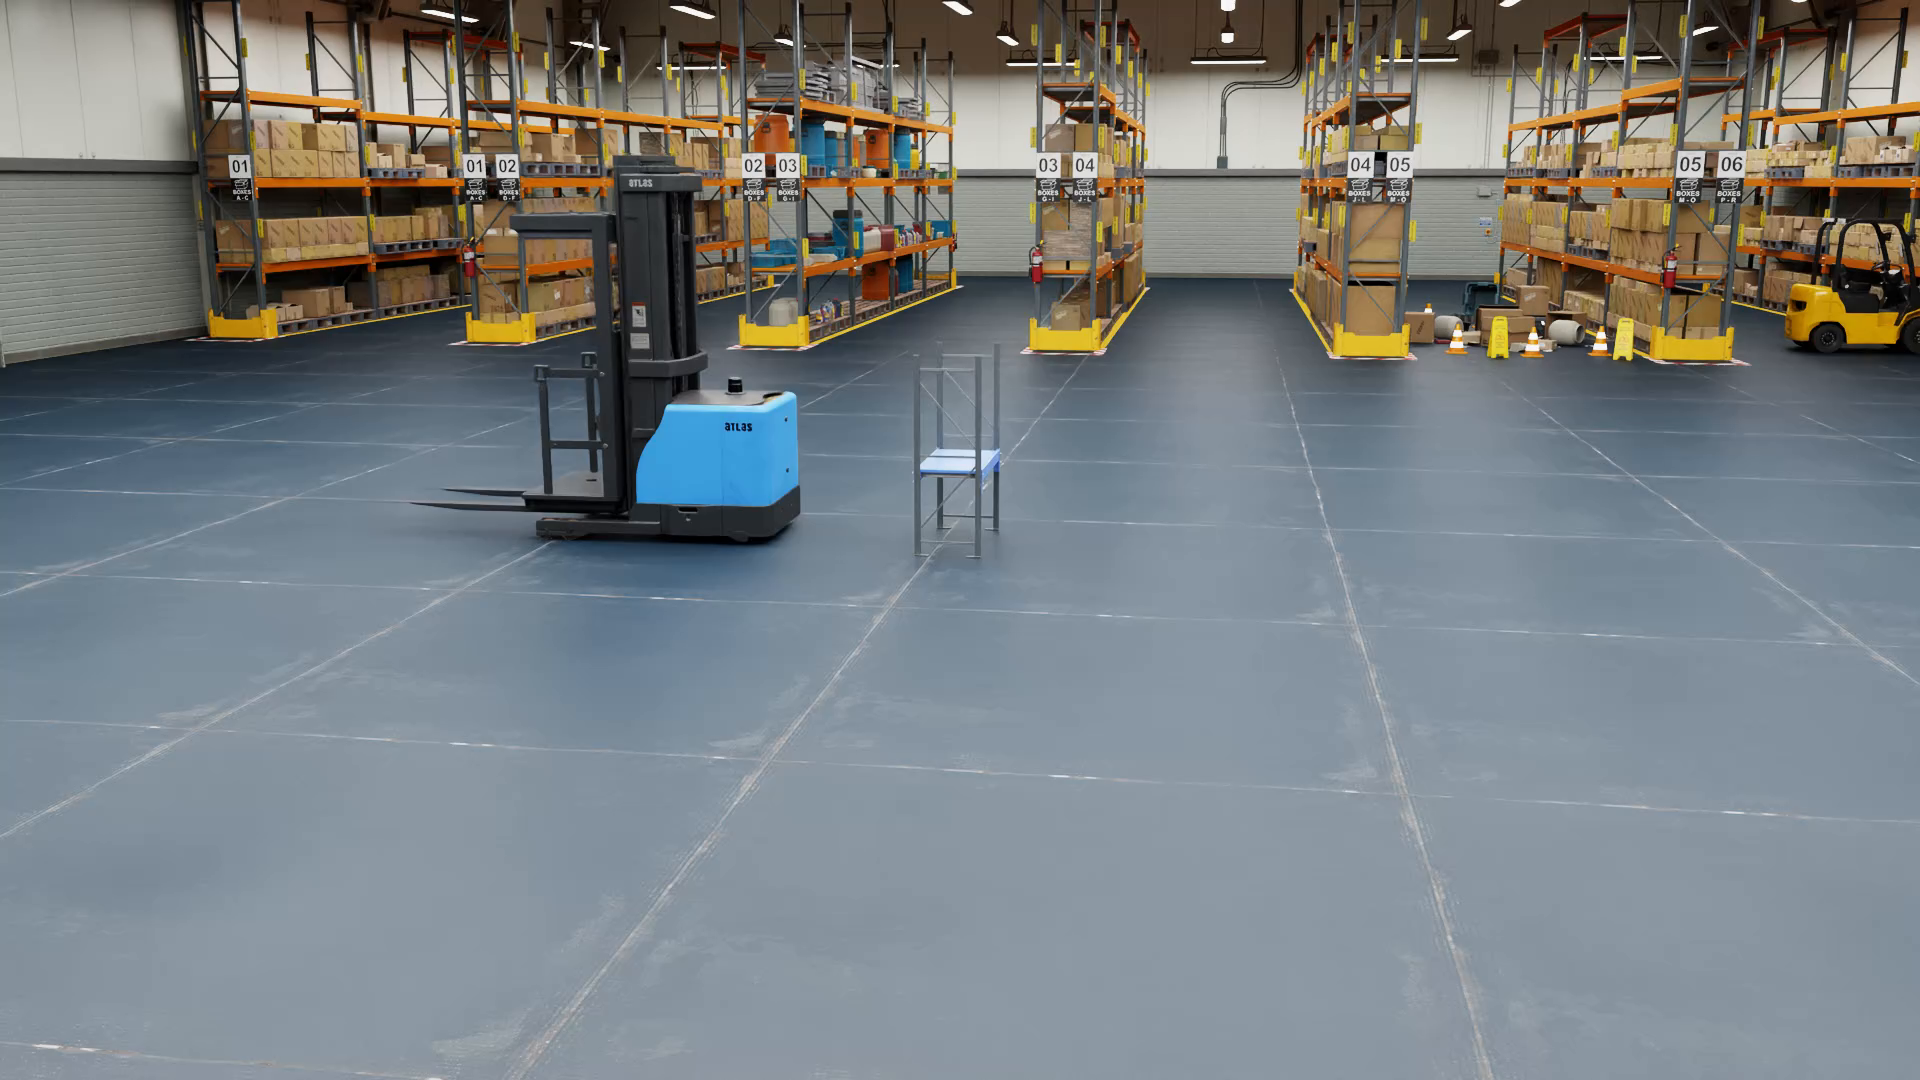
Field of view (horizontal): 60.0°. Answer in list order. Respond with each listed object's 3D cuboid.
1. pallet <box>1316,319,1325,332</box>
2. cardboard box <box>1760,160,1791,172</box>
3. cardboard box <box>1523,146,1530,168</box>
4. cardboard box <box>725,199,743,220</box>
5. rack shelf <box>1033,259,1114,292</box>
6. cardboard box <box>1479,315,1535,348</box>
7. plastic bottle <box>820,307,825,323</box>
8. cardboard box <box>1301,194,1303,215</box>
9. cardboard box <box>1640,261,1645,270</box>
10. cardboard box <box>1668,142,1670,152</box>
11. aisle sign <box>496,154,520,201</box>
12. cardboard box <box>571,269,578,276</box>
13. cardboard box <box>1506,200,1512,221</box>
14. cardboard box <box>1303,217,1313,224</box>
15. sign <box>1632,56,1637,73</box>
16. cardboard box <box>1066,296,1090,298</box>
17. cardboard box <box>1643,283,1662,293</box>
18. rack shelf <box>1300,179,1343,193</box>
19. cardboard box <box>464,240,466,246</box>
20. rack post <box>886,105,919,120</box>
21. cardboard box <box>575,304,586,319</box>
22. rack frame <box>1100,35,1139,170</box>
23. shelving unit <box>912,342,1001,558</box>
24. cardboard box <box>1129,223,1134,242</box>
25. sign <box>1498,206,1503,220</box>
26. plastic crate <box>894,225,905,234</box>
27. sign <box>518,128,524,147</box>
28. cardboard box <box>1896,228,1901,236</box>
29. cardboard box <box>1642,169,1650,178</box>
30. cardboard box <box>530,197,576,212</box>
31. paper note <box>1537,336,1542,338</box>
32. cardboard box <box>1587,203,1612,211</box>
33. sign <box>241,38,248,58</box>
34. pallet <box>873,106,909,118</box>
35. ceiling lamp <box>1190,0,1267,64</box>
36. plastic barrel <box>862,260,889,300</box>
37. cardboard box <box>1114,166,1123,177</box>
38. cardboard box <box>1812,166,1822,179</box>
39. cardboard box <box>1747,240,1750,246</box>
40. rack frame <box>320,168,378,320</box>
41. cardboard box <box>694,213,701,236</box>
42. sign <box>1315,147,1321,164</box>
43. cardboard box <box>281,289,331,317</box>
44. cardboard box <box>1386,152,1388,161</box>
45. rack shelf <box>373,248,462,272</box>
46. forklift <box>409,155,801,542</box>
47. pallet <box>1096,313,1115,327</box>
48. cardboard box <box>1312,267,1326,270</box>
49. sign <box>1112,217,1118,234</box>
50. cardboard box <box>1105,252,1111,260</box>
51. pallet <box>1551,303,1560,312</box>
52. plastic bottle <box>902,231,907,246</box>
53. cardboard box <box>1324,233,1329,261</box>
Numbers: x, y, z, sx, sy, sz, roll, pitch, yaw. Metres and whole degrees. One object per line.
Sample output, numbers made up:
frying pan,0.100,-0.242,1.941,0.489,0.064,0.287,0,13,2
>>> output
pallet,7.290,-4.092,31.478,1.003,0.211,1.213,2,12,9
cardboard box,18.115,-8.305,36.938,0.500,0.250,0.500,2,12,9
cardboard box,13.540,-9.005,39.066,0.500,0.500,0.500,2,12,10
cardboard box,-5.688,-8.302,41.783,0.500,0.500,0.500,2,12,7
rack shelf,2.053,-4.705,29.415,1.077,0.370,4.000,2,12,9
cardboard box,9.306,-3.547,28.257,0.797,0.503,0.637,-7,14,-30
plastic bottle,-2.509,-4.102,30.312,0.061,0.283,0.133,2,12,10
cardboard box,8.587,-8.175,40.490,0.500,0.500,0.500,2,12,7
cardboard box,11.511,-4.550,27.583,0.380,0.149,0.250,2,12,8
cardboard box,11.375,-6.185,26.158,0.380,0.149,0.250,2,12,10
aisle sign,-7.750,-6.210,28.517,0.394,0.787,0.004,2,12,9
cardboard box,-10.563,-7.183,44.141,0.700,0.500,0.500,2,12,8
cardboard box,13.570,-7.989,40.335,0.500,0.500,0.500,2,12,7
cardboard box,7.842,-7.100,37.005,0.380,0.149,0.250,2,12,8
sign,13.305,-9.397,32.834,0.100,0.325,0.005,2,12,9
cardboard box,2.161,-4.124,29.944,0.500,0.500,0.500,1,12,4
cardboard box,11.393,-4.118,27.193,0.380,0.149,0.250,2,12,10
rack shelf,8.784,-8.488,39.846,1.077,0.370,4.000,2,12,9
cardboard box,-11.428,-6.736,37.676,0.380,0.149,0.250,2,12,8
rack post,-1.489,-9.562,37.189,0.937,0.300,0.954,3,13,15
cardboard box,-7.432,-4.344,31.562,0.500,0.250,0.500,2,12,9
rack frame,3.591,-10.071,38.366,1.000,3.000,0.127,2,12,9
shelving unit,-0.013,-0.715,12.753,0.538,1.500,1.048,2,12,9
cardboard box,3.706,-6.979,38.018,0.500,0.500,0.500,2,12,10
sign,13.451,-8.131,41.362,0.100,0.325,0.005,2,12,9
plastic crate,-1.568,-7.429,40.240,0.392,0.384,0.575,2,12,9
sign,-7.495,-6.876,28.394,0.100,0.325,0.005,2,12,9
cardboard box,16.913,-5.491,29.575,0.380,0.149,0.250,2,12,8
cardboard box,11.508,-6.068,27.505,0.380,0.149,0.250,2,12,8
cardboard box,-7.644,-6.176,31.215,0.700,0.500,0.500,2,12,9
paper note,10.385,-3.646,29.838,0.148,0.019,0.142,2,12,9
cardboard box,13.085,-6.617,33.968,0.500,0.500,0.500,1,12,7
sign,-12.402,-8.533,28.821,0.100,0.325,0.005,2,12,9
pallet,-1.777,-9.261,36.001,1.213,0.211,1.003,2,12,9
ceiling lamp,7.124,-14.234,43.826,2.000,3.185,0.800,2,12,9
plastic barrel,-1.860,-5.713,36.539,0.600,0.830,0.708,2,12,9
cardboard box,3.002,-7.384,33.372,0.500,0.250,0.500,2,12,10
cardboard box,17.589,-7.437,33.620,0.500,0.250,0.500,2,12,9
cardboard box,18.189,-6.773,37.897,0.380,0.149,0.250,2,12,10
rack frame,-12.323,-5.955,33.505,1.000,3.000,0.127,2,12,9
cardboard box,-6.408,-7.345,38.721,0.700,0.500,0.500,-1,12,-6
sign,7.325,-7.861,34.004,0.100,0.325,0.005,2,12,9
cardboard box,-12.493,-4.526,31.765,0.700,0.500,0.500,1,12,5
cardboard box,7.000,-6.118,26.502,0.380,0.149,0.250,2,12,9
rack shelf,-12.015,-6.020,35.513,1.077,0.370,4.000,2,12,9
forklift,-2.872,-1.537,13.168,3.031,2.935,1.130,2,12,8
pallet,2.479,-4.272,32.317,1.003,0.211,1.213,2,12,9
cardboard box,7.707,-5.625,35.131,0.500,0.250,0.500,2,12,7
sign,2.898,-5.881,31.105,0.100,0.325,0.005,2,12,9
cardboard box,2.618,-5.296,31.045,0.380,0.149,0.250,2,12,9
pallet,12.964,-4.783,34.689,1.003,0.211,1.213,2,12,9
plastic bottle,-1.291,-6.844,37.747,0.144,0.351,0.185,2,12,9
cardboard box,7.062,-5.458,30.961,0.500,0.500,0.500,2,12,8
